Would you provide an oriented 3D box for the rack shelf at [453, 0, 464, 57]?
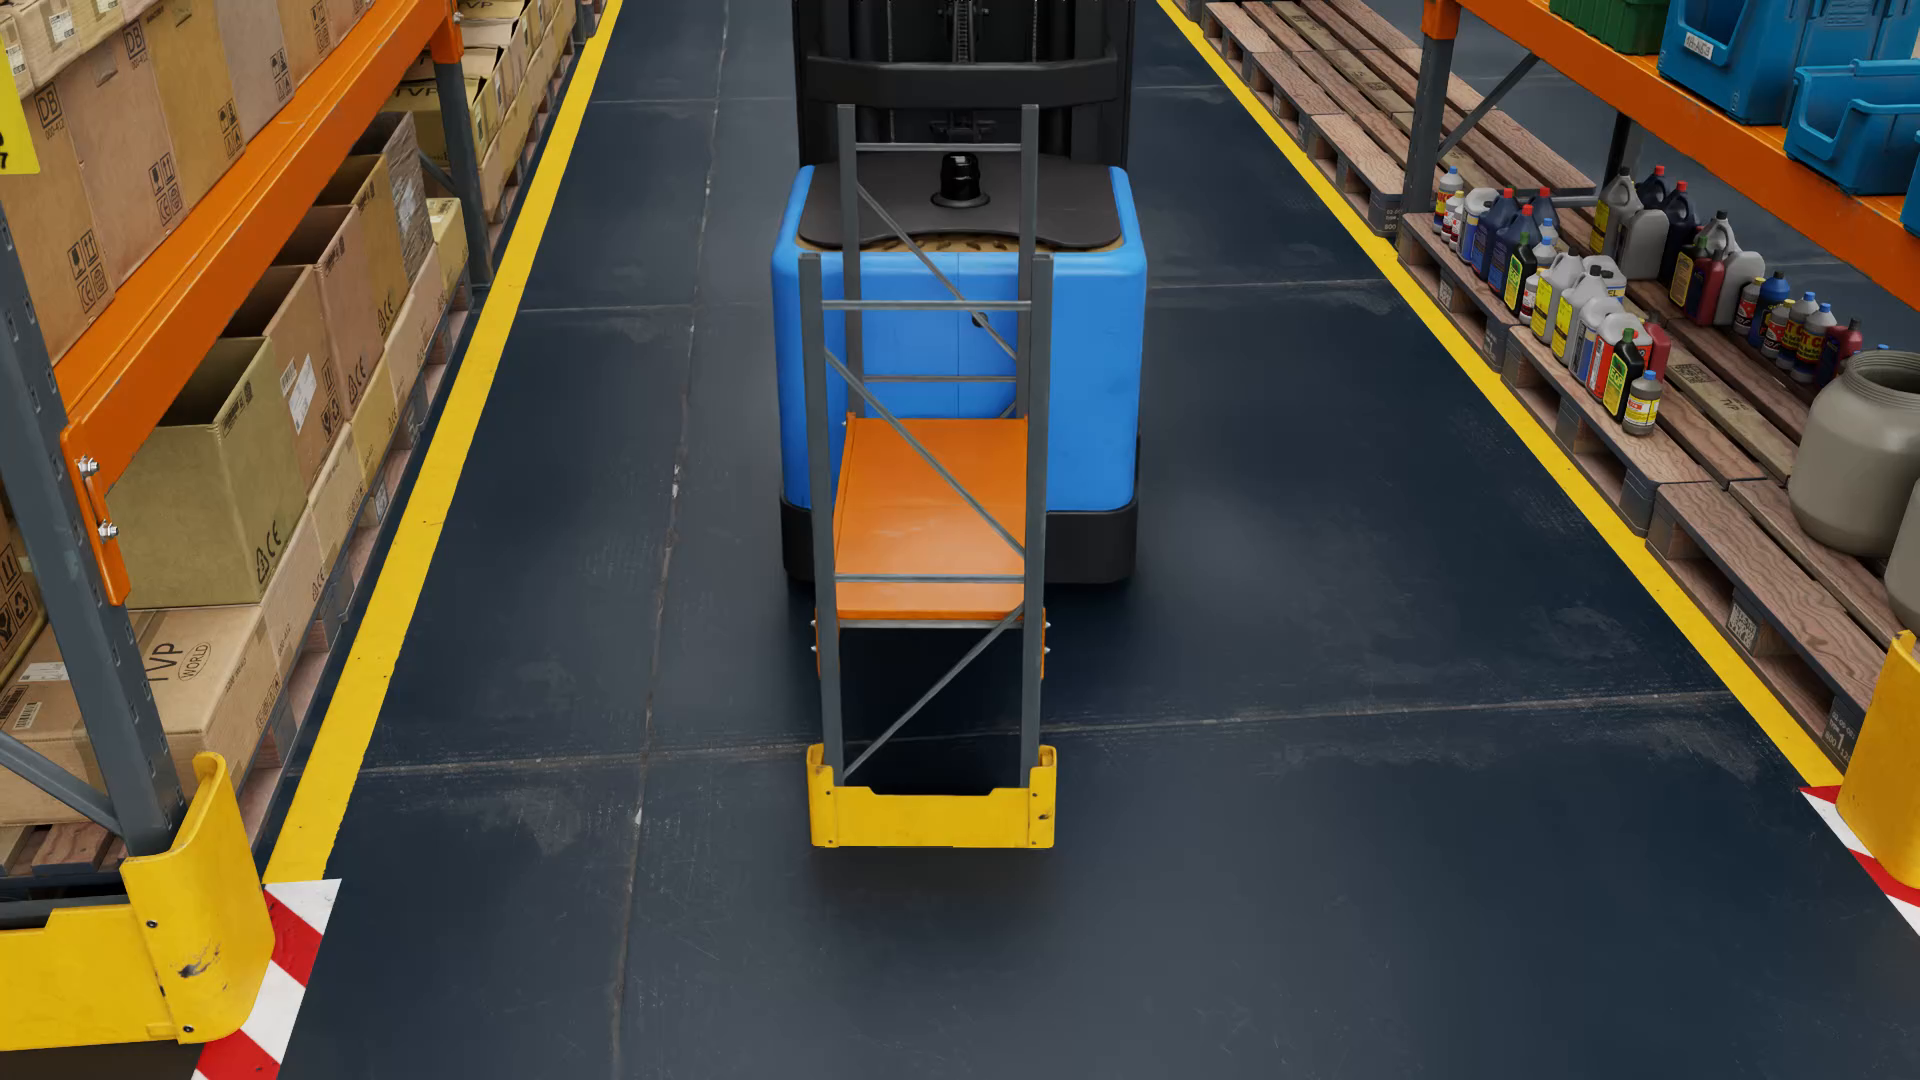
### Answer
[{"bbox_3d":[-2.673,-3.065,8.158,1.077,0.370,4.000,-3,31,-5],"label":"rack shelf"}]

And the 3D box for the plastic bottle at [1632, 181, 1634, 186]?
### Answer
[{"bbox_3d":[2.790,-1.406,6.978,0.097,0.201,0.097,0,31,0],"label":"plastic bottle"}]

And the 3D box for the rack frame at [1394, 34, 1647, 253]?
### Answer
[{"bbox_3d":[2.446,-2.588,6.658,1.000,3.000,0.127,-3,31,-5],"label":"rack frame"}]

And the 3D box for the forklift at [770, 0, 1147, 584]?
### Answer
[{"bbox_3d":[0.014,-1.847,5.483,1.130,2.935,3.031,0,31,1],"label":"forklift"}]

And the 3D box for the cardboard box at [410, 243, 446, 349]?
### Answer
[{"bbox_3d":[-2.188,-0.871,6.055,0.500,0.250,0.500,-3,31,-5],"label":"cardboard box"}]

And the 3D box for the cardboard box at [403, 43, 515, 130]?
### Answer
[{"bbox_3d":[-2.318,-2.072,7.519,0.500,0.311,0.500,-3,31,-5],"label":"cardboard box"}]

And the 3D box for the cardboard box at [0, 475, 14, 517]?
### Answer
[{"bbox_3d":[-2.567,-0.402,4.538,0.500,0.500,0.500,-3,31,-5],"label":"cardboard box"}]

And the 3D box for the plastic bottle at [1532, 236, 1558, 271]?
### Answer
[{"bbox_3d":[2.177,-1.004,6.238,0.097,0.271,0.097,0,31,0],"label":"plastic bottle"}]

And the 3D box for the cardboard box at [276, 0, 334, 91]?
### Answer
[{"bbox_3d":[-2.339,-1.644,4.980,0.700,0.500,0.500,-2,31,-4],"label":"cardboard box"}]

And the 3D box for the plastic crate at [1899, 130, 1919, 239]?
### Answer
[{"bbox_3d":[2.475,-0.724,3.681,0.499,0.251,0.616,-3,31,-5],"label":"plastic crate"}]

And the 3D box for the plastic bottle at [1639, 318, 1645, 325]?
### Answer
[{"bbox_3d":[2.325,-0.667,5.741,0.097,0.201,0.097,0,31,0],"label":"plastic bottle"}]

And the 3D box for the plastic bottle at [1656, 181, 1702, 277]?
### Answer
[{"bbox_3d":[2.811,-1.227,6.534,0.144,0.351,0.185,-4,31,-7],"label":"plastic bottle"}]

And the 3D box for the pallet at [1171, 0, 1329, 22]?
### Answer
[{"bbox_3d":[1.957,-3.834,11.463,1.003,0.211,1.213,-3,31,-5],"label":"pallet"}]

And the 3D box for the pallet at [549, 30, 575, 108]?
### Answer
[{"bbox_3d":[-2.822,-2.776,9.692,1.003,0.211,1.213,-3,31,-5],"label":"pallet"}]

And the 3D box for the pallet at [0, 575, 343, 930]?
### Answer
[{"bbox_3d":[-2.225,0.498,4.211,1.003,0.211,1.213,-3,31,-5],"label":"pallet"}]

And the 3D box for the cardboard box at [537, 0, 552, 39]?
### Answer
[{"bbox_3d":[-2.466,-2.857,8.834,0.500,0.311,0.500,-3,31,-5],"label":"cardboard box"}]

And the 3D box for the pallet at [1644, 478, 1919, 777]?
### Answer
[{"bbox_3d":[2.695,0.199,4.710,1.003,0.211,1.213,-3,31,-5],"label":"pallet"}]

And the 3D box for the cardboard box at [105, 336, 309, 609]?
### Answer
[{"bbox_3d":[-1.989,-0.172,4.154,0.500,0.500,0.500,-3,31,-5],"label":"cardboard box"}]

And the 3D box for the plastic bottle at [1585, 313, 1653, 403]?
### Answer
[{"bbox_3d":[2.216,-0.612,5.577,0.152,0.276,0.135,-3,31,-4],"label":"plastic bottle"}]

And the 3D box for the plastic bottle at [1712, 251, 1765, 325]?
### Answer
[{"bbox_3d":[2.853,-0.947,6.137,0.152,0.276,0.135,-2,31,-4],"label":"plastic bottle"}]

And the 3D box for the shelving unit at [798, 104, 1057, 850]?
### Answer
[{"bbox_3d":[-0.061,-0.178,4.085,0.587,1.500,1.083,0,31,1],"label":"shelving unit"}]

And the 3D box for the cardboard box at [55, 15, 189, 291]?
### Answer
[{"bbox_3d":[-2.197,-0.861,3.668,0.700,0.500,0.500,-2,31,-3],"label":"cardboard box"}]

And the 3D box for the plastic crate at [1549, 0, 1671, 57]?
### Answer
[{"bbox_3d":[2.292,-1.791,5.530,0.450,0.188,0.662,-3,31,-5],"label":"plastic crate"}]

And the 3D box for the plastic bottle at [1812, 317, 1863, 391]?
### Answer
[{"bbox_3d":[2.958,-0.626,5.593,0.061,0.283,0.133,-2,31,-4],"label":"plastic bottle"}]

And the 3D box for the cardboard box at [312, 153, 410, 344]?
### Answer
[{"bbox_3d":[-2.139,-0.938,5.435,0.500,0.500,0.500,-3,31,-5],"label":"cardboard box"}]

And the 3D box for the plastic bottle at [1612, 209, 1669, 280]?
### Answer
[{"bbox_3d":[2.666,-1.175,6.519,0.152,0.276,0.135,-3,31,-5],"label":"plastic bottle"}]

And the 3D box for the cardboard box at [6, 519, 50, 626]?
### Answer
[{"bbox_3d":[-2.515,0.175,4.304,0.500,0.250,0.500,-3,31,-5],"label":"cardboard box"}]

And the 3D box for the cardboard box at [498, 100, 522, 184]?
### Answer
[{"bbox_3d":[-2.323,-1.832,7.663,0.500,0.250,0.500,-2,31,-3],"label":"cardboard box"}]

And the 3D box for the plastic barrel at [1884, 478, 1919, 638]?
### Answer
[{"bbox_3d":[2.682,0.009,4.326,0.421,0.512,0.421,0,31,0],"label":"plastic barrel"}]

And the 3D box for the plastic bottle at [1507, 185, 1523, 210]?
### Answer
[{"bbox_3d":[2.203,-1.269,6.670,0.061,0.283,0.133,-3,31,-5],"label":"plastic bottle"}]

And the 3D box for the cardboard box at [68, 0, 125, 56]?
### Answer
[{"bbox_3d":[-1.984,-1.105,3.445,0.380,0.149,0.250,-3,31,-4],"label":"cardboard box"}]

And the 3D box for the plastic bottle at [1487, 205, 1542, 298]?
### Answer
[{"bbox_3d":[2.126,-1.112,6.340,0.144,0.351,0.185,-4,31,-7],"label":"plastic bottle"}]

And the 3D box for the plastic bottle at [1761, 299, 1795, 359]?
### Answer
[{"bbox_3d":[2.910,-0.751,5.882,0.097,0.201,0.097,0,31,0],"label":"plastic bottle"}]

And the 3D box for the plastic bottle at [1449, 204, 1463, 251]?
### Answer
[{"bbox_3d":[2.058,-1.288,6.782,0.097,0.201,0.097,0,31,0],"label":"plastic bottle"}]

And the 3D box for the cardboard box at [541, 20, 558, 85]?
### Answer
[{"bbox_3d":[-2.472,-2.618,8.980,0.500,0.250,0.500,-2,31,-3],"label":"cardboard box"}]

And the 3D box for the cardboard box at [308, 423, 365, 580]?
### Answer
[{"bbox_3d":[-2.037,-0.106,4.773,0.500,0.250,0.500,-3,31,-5],"label":"cardboard box"}]

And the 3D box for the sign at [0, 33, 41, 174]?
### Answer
[{"bbox_3d":[-1.559,-0.740,2.642,0.100,0.325,0.005,-3,31,-5],"label":"sign"}]

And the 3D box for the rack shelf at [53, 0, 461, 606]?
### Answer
[{"bbox_3d":[-2.299,-1.023,4.739,1.077,0.370,4.000,-3,31,-5],"label":"rack shelf"}]

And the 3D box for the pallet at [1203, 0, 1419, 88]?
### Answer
[{"bbox_3d":[2.106,-3.036,10.127,1.003,0.211,1.213,-3,31,-5],"label":"pallet"}]

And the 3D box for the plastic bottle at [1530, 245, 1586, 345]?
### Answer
[{"bbox_3d":[2.166,-0.895,5.977,0.144,0.351,0.185,-3,31,-5],"label":"plastic bottle"}]

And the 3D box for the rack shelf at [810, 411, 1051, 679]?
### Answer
[{"bbox_3d":[-0.061,-0.019,4.169,0.538,0.185,1.000,0,31,1],"label":"rack shelf"}]
